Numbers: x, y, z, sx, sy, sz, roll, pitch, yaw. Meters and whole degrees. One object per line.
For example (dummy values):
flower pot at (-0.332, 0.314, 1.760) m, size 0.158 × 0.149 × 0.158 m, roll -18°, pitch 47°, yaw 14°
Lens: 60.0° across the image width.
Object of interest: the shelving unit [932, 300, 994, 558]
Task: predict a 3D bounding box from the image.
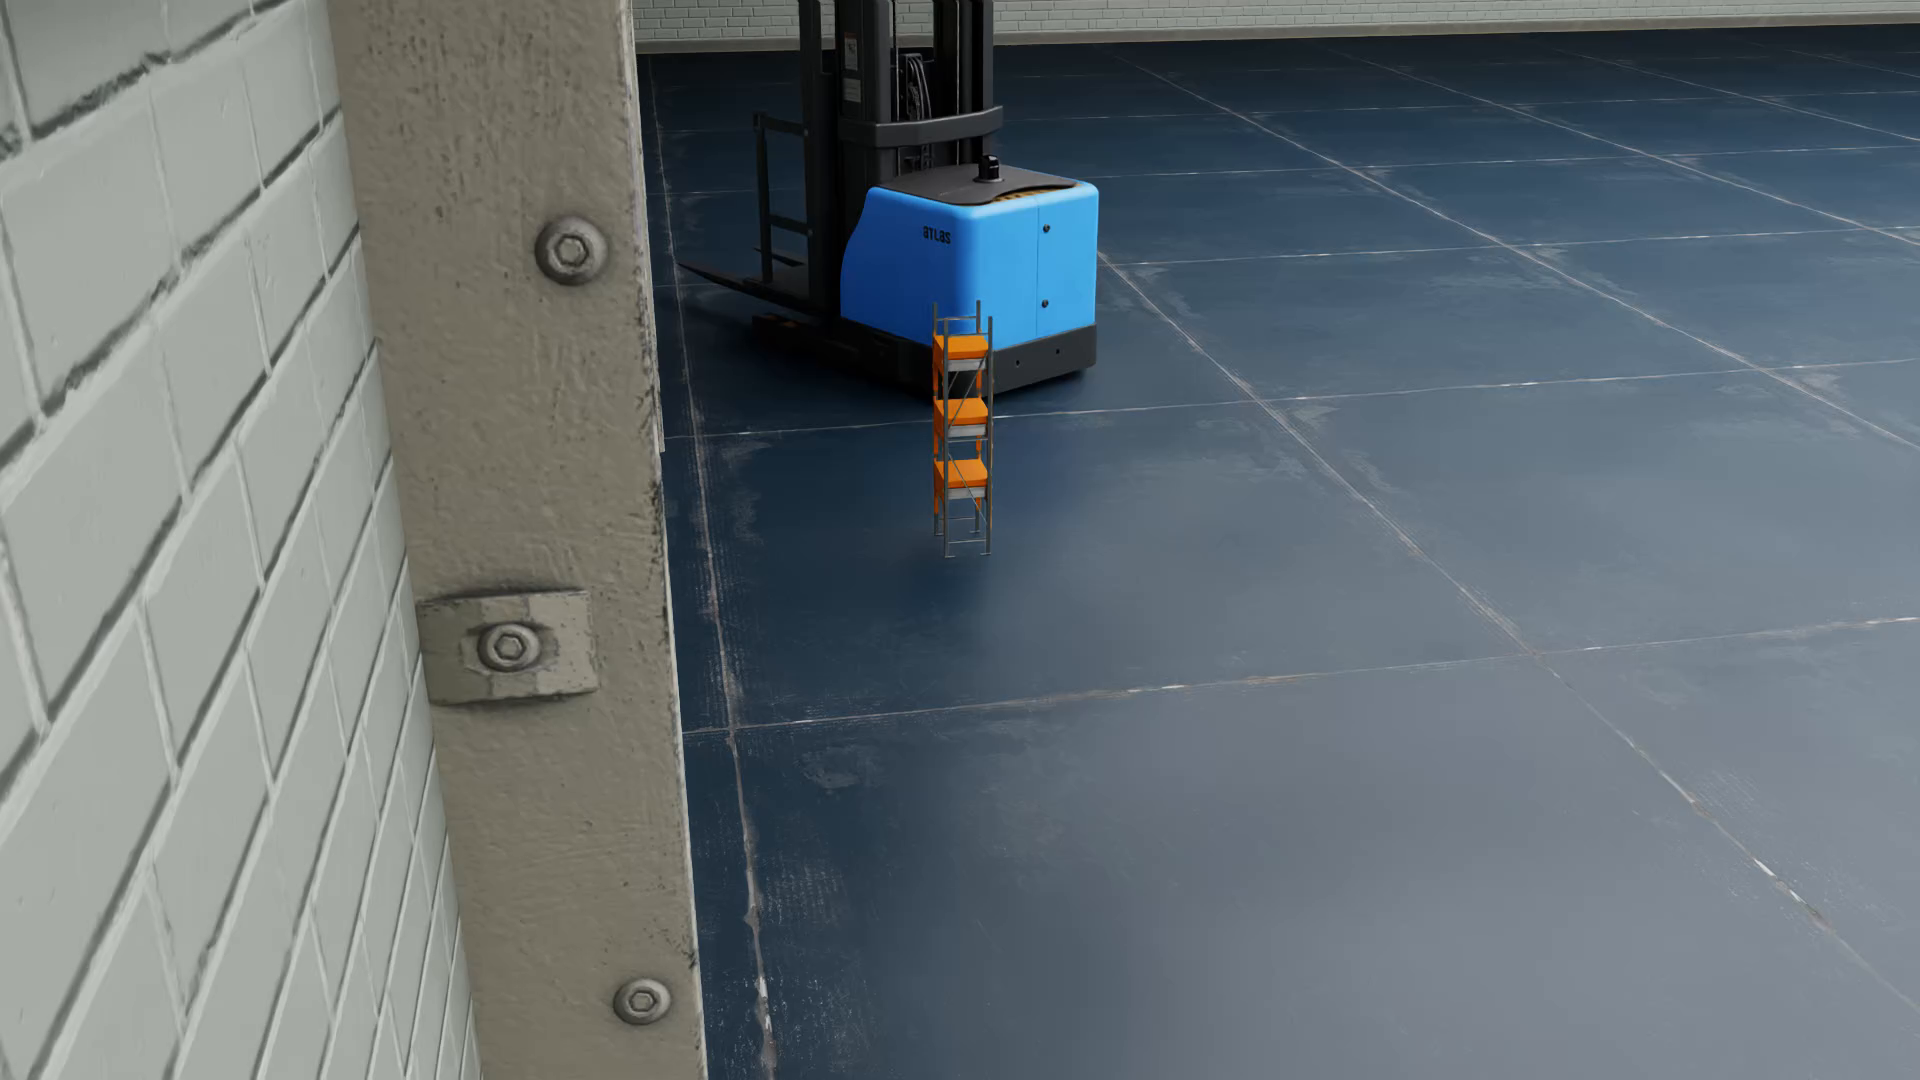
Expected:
shelving unit at (0.010, -0.460, 6.992) m, size 0.215 × 1.050 × 0.252 m, roll -4°, pitch 24°, yaw -10°

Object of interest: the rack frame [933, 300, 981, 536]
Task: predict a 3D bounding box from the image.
rack frame at (-0.013, -0.508, 7.102) m, size 0.200 × 1.050 × 0.008 m, roll -4°, pitch 24°, yaw -10°

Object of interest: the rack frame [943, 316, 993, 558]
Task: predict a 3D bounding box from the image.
rack frame at (0.032, -0.412, 6.882) m, size 0.200 × 1.050 × 0.008 m, roll -4°, pitch 24°, yaw -10°

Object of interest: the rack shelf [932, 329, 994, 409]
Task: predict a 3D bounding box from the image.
rack shelf at (0.010, -0.710, 6.882) m, size 0.215 × 0.259 × 0.240 m, roll -4°, pitch 24°, yaw -10°

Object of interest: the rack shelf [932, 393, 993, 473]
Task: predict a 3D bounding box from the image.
rack shelf at (0.010, -0.450, 6.996) m, size 0.215 × 0.259 × 0.240 m, roll -4°, pitch 24°, yaw -10°

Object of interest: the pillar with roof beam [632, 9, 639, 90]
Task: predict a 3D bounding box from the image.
pillar with roof beam at (0.357, -9.667, 18.141) m, size 9.100 × 9.000 × 0.400 m, roll -4°, pitch 24°, yaw -10°

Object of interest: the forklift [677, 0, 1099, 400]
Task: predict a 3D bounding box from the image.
forklift at (-0.590, -2.586, 9.509) m, size 1.130 × 2.935 × 3.031 m, roll -20°, pitch 30°, yaw -38°

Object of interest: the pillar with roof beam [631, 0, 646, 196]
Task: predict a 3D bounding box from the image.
pillar with roof beam at (1.467, -7.307, 12.738) m, size 9.100 × 9.000 × 0.400 m, roll -4°, pitch 24°, yaw -10°

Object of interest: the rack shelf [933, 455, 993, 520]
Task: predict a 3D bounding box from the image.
rack shelf at (0.010, -0.196, 7.107) m, size 0.215 × 0.259 × 0.240 m, roll -4°, pitch 24°, yaw -10°

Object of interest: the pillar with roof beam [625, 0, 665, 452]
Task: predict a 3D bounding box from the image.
pillar with roof beam at (2.576, -4.947, 7.334) m, size 9.100 × 9.000 × 0.400 m, roll -4°, pitch 24°, yaw -10°
